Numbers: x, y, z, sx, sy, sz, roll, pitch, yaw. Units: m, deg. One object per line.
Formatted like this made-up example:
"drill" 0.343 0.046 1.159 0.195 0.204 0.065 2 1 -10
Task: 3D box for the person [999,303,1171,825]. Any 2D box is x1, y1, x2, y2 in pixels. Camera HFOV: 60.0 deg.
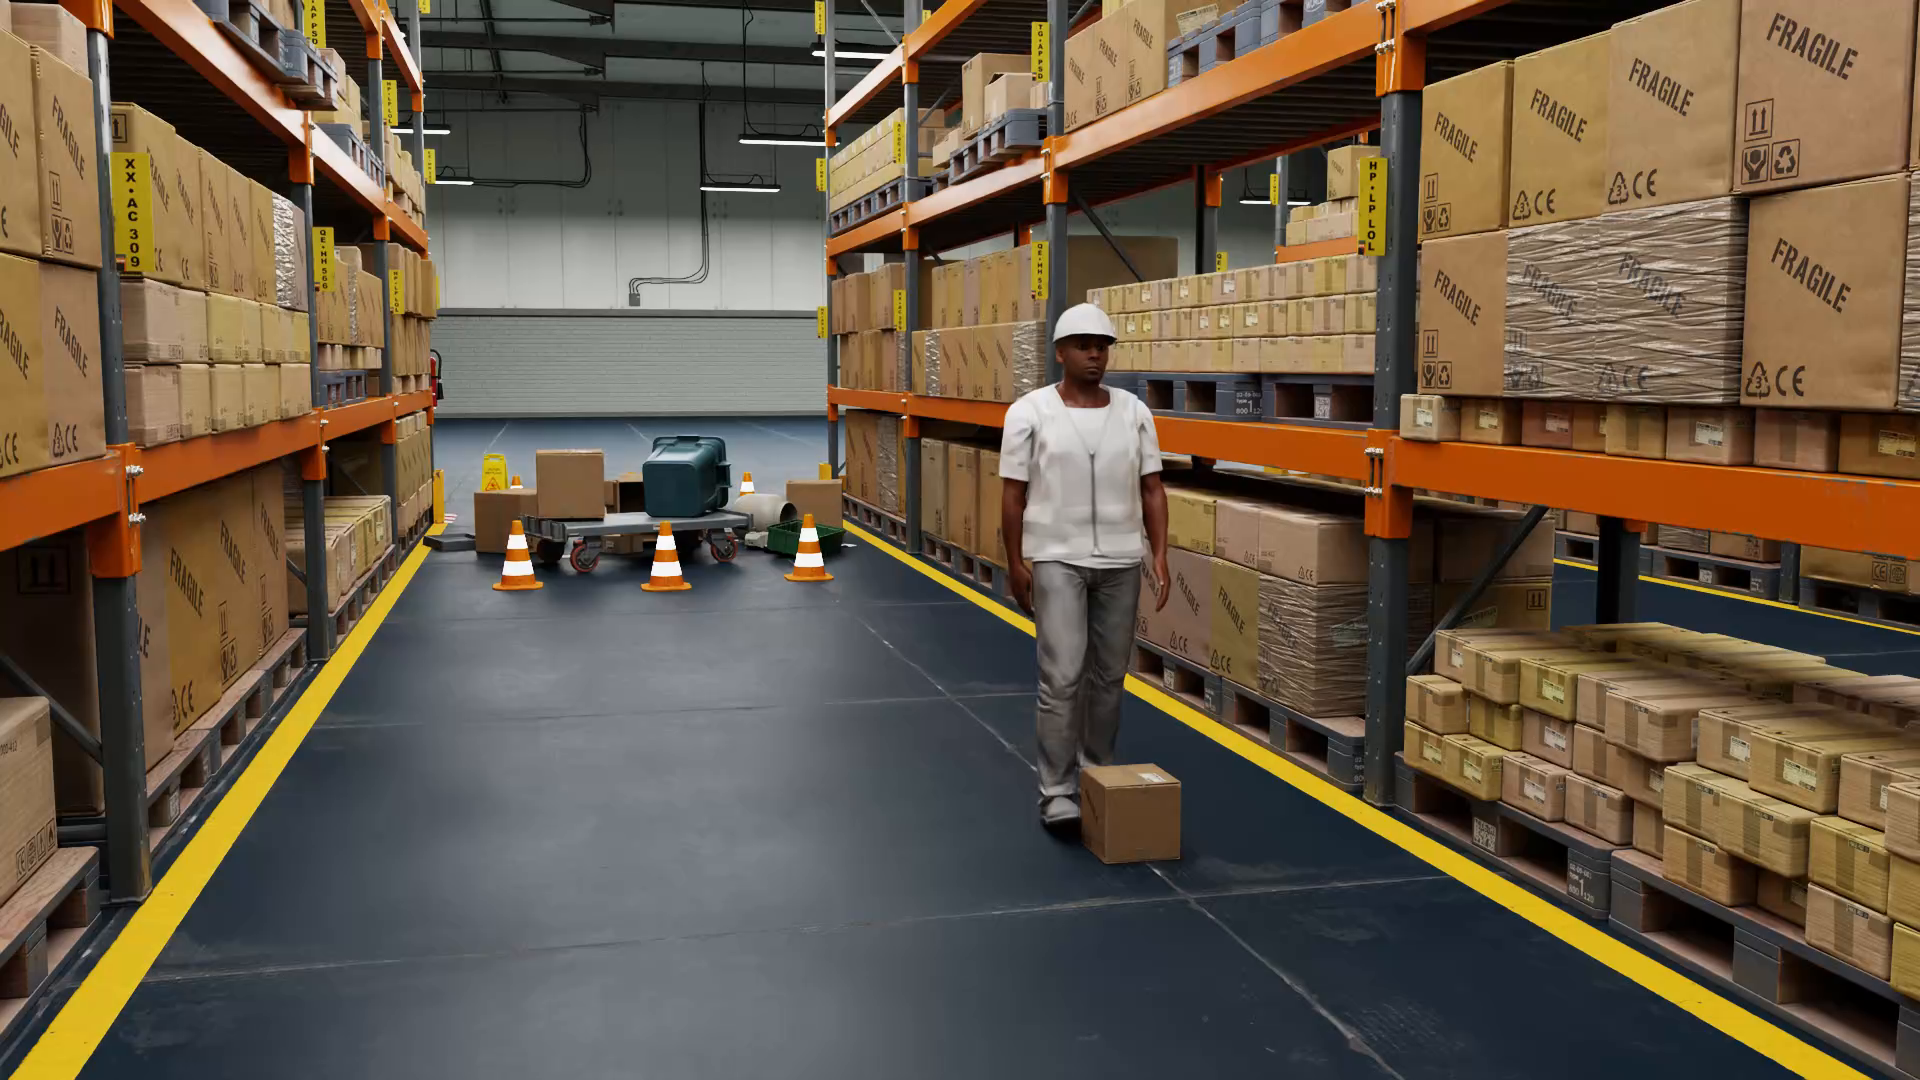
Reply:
"person" 0.441 0.087 5.629 0.571 1.765 0.578 -1 6 -13
